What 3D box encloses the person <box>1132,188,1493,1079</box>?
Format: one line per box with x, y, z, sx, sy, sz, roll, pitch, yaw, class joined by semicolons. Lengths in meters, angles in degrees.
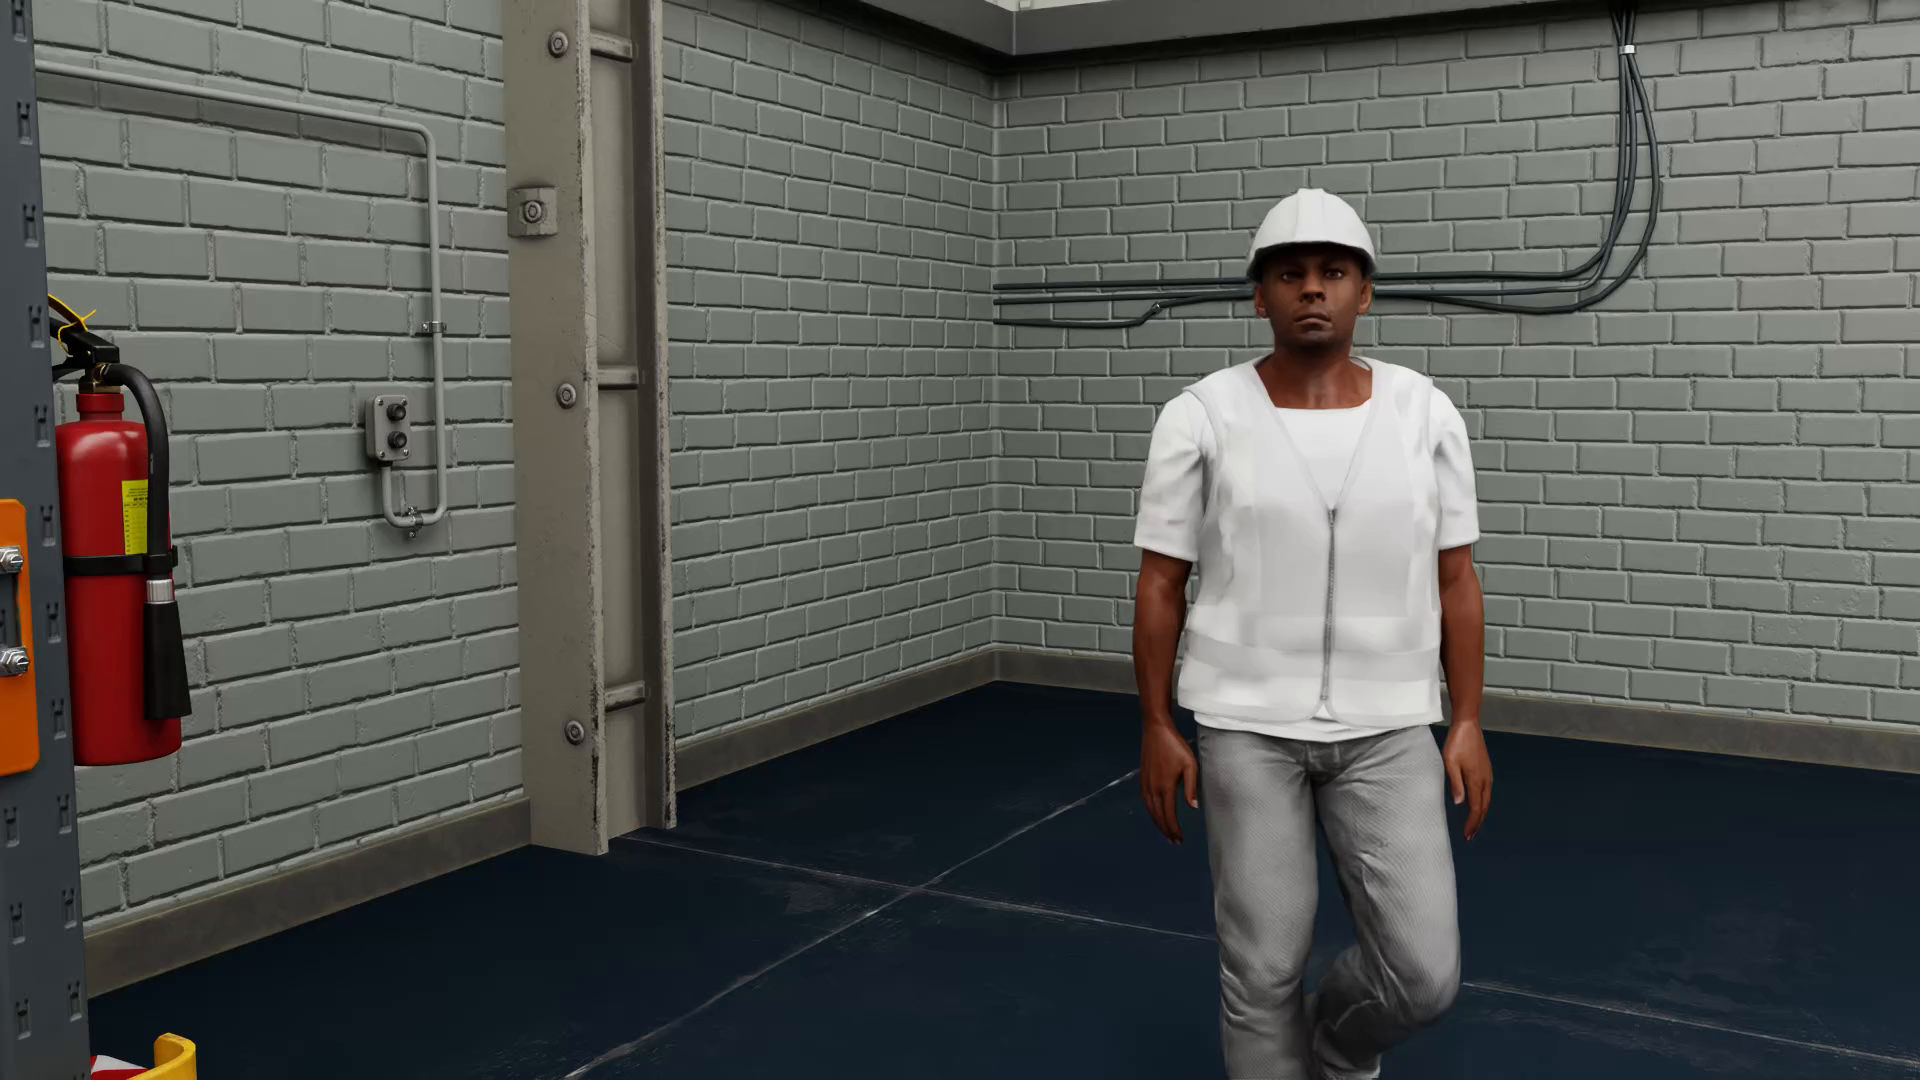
0.587;0.307;2.772;0.598;1.757;0.510;0;6;2;person
